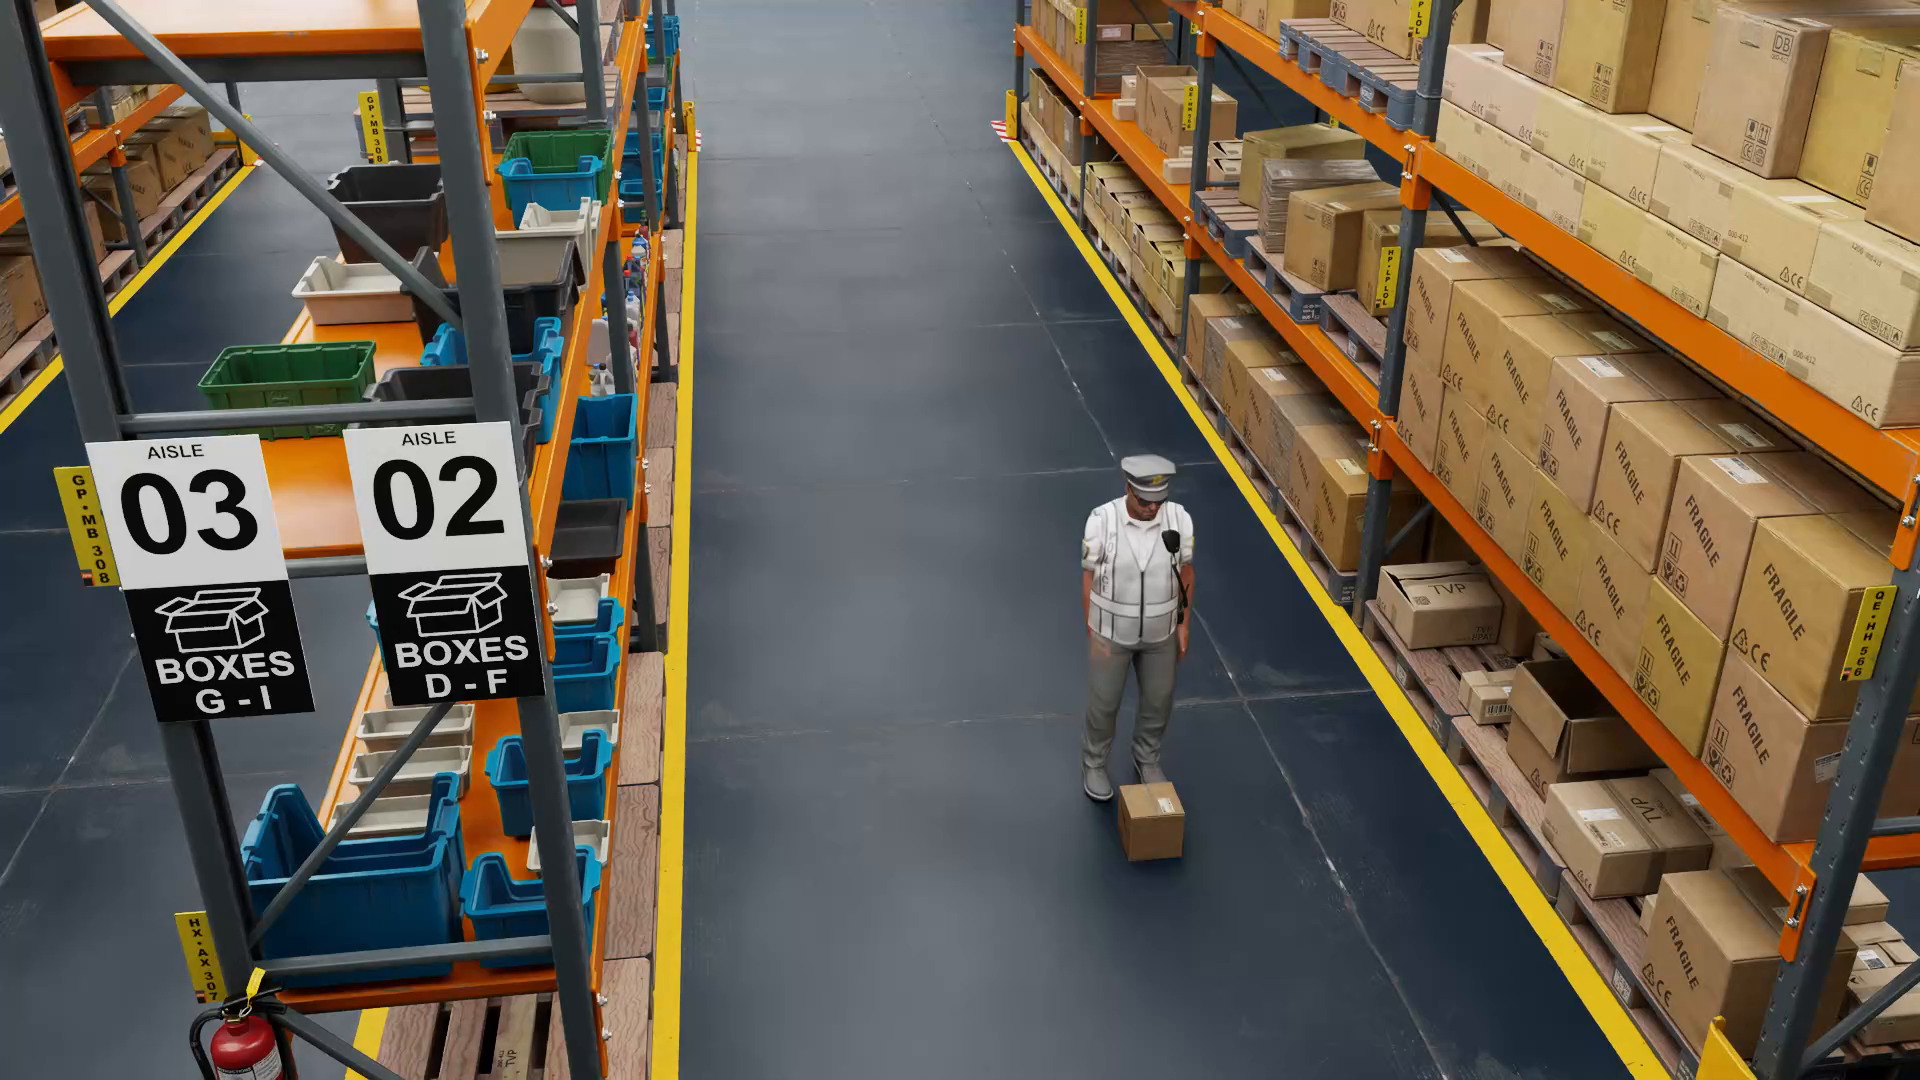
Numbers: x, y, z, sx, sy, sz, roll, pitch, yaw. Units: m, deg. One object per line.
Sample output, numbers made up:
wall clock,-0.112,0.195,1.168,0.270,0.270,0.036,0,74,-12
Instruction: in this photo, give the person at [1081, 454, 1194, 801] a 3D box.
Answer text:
person,0.833,0.413,7.817,0.530,1.740,0.391,-3,27,-6
